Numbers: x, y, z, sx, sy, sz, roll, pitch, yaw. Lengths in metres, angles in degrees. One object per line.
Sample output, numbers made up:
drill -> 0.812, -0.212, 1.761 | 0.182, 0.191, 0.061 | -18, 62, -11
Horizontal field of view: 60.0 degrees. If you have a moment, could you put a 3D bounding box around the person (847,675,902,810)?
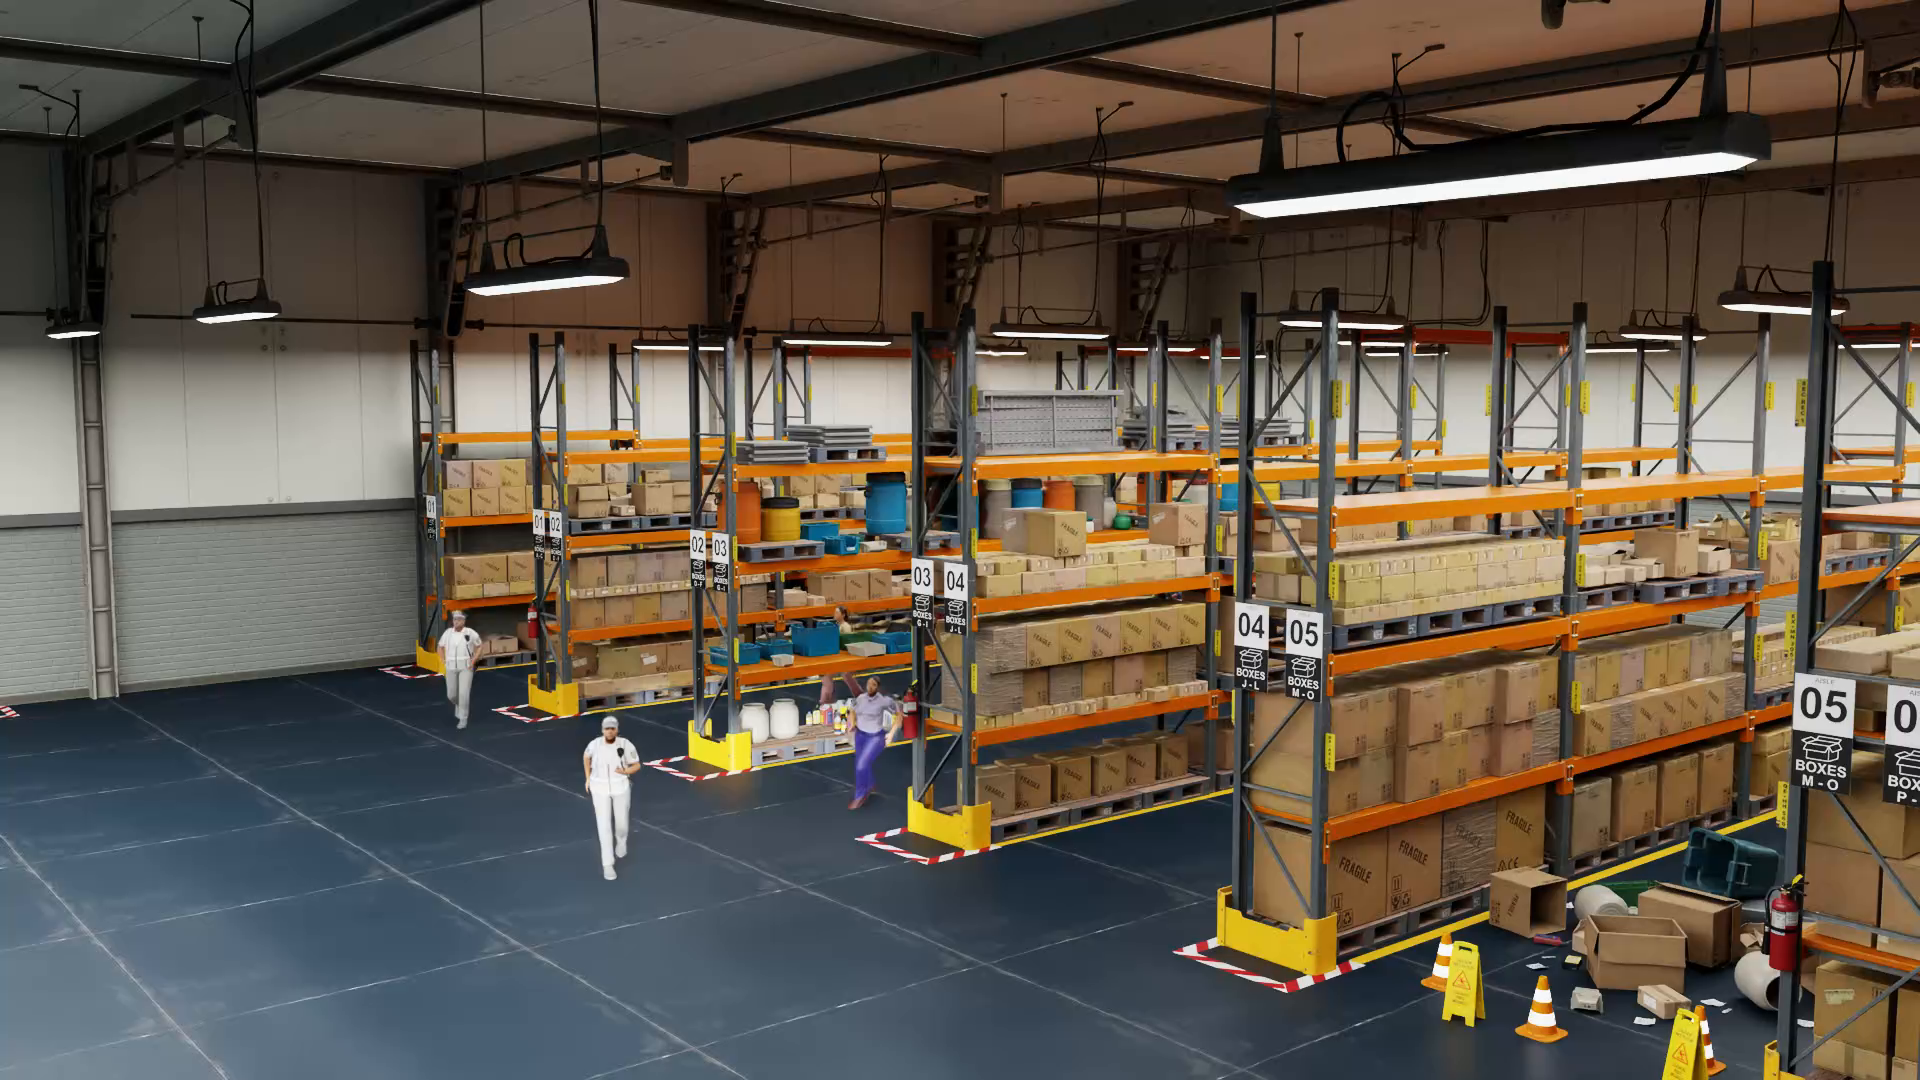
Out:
person -> -1.093, 2.482, 20.457 | 0.692, 1.674, 0.683 | 4, 7, 36

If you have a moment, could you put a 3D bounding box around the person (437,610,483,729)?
person -> -7.651, 1.957, 25.424 | 0.675, 1.773, 0.738 | 0, 5, -3

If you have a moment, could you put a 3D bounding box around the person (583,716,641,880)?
person -> -3.698, 2.680, 17.688 | 0.605, 1.655, 0.917 | -1, 5, -11

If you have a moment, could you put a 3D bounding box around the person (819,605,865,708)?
person -> -1.889, 1.869, 26.323 | 0.907, 1.682, 0.564 | -5, 7, -41
